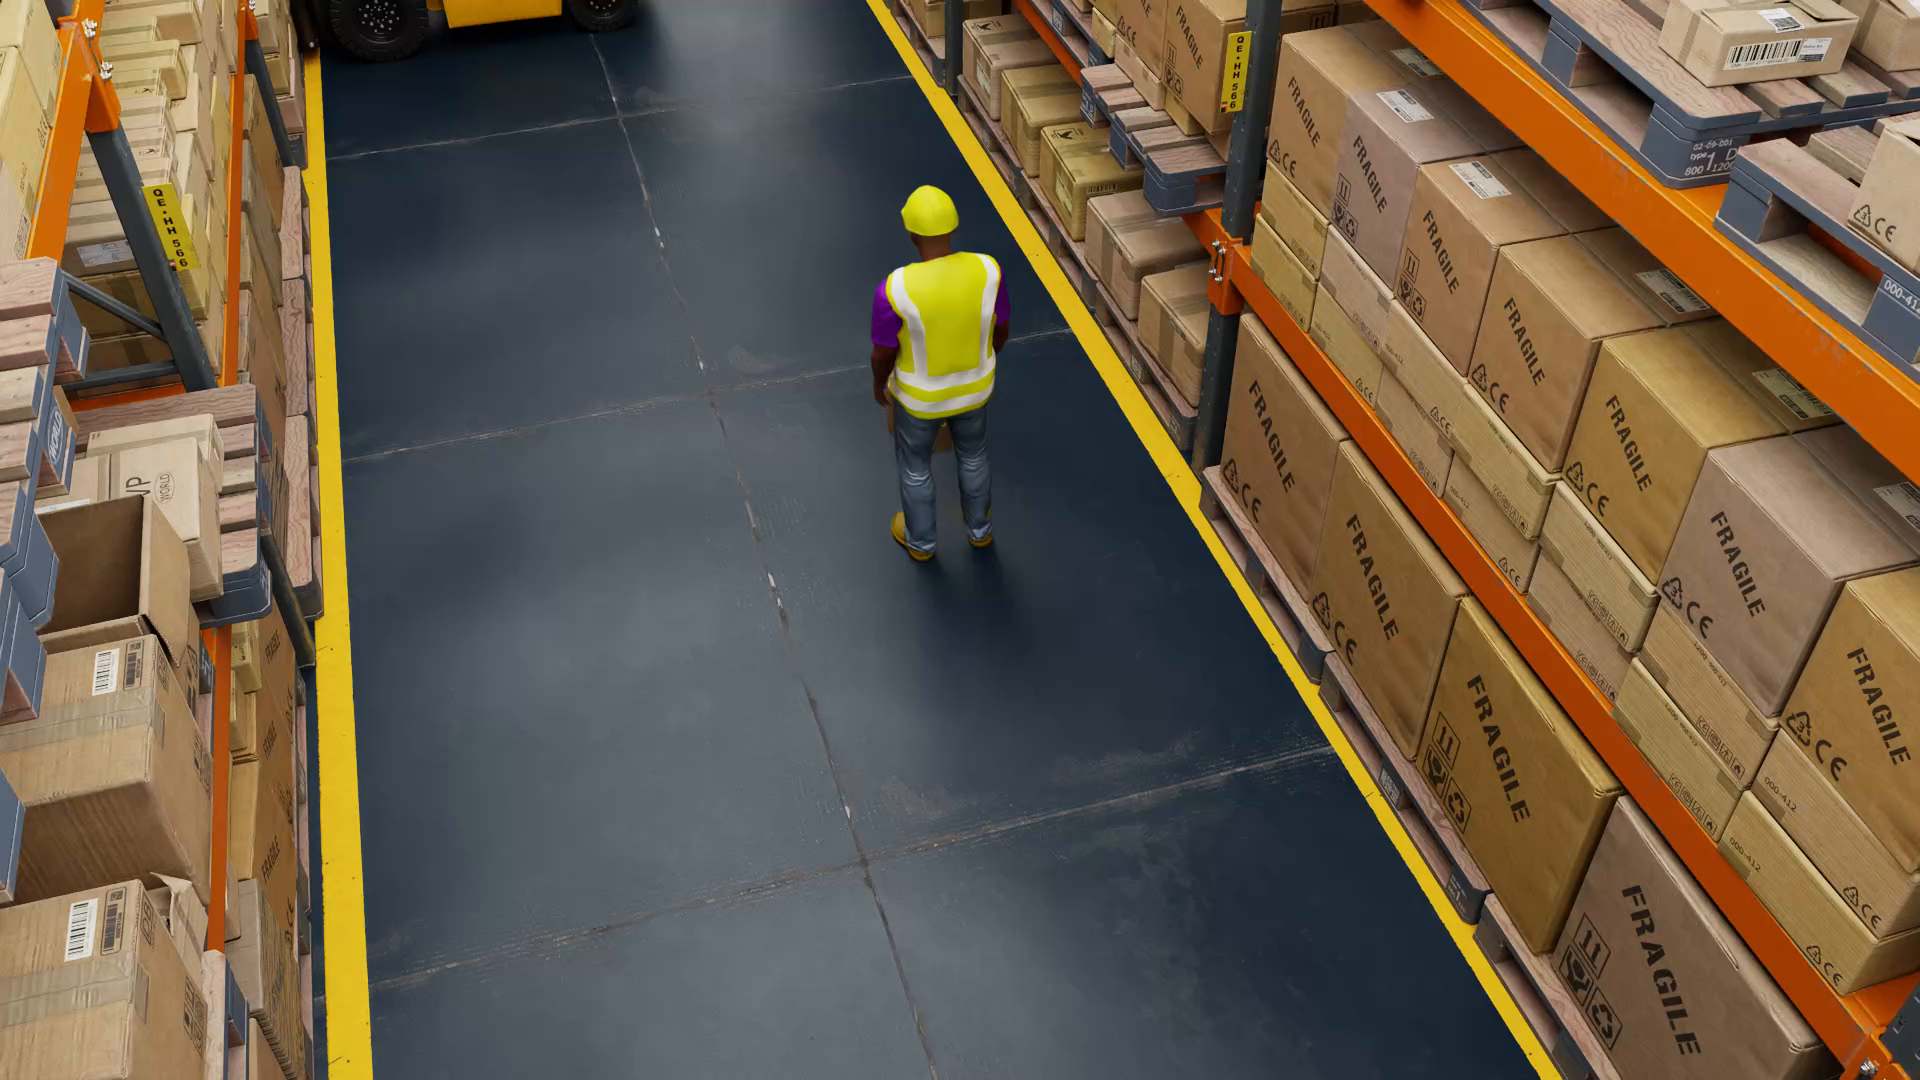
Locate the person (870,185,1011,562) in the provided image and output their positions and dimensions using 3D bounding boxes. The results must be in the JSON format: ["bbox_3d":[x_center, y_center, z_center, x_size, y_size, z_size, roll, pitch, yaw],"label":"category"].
[{"bbox_3d":[-0.083,-0.645,6.860,0.589,1.765,0.425,-13,44,-14],"label":"person"}]
